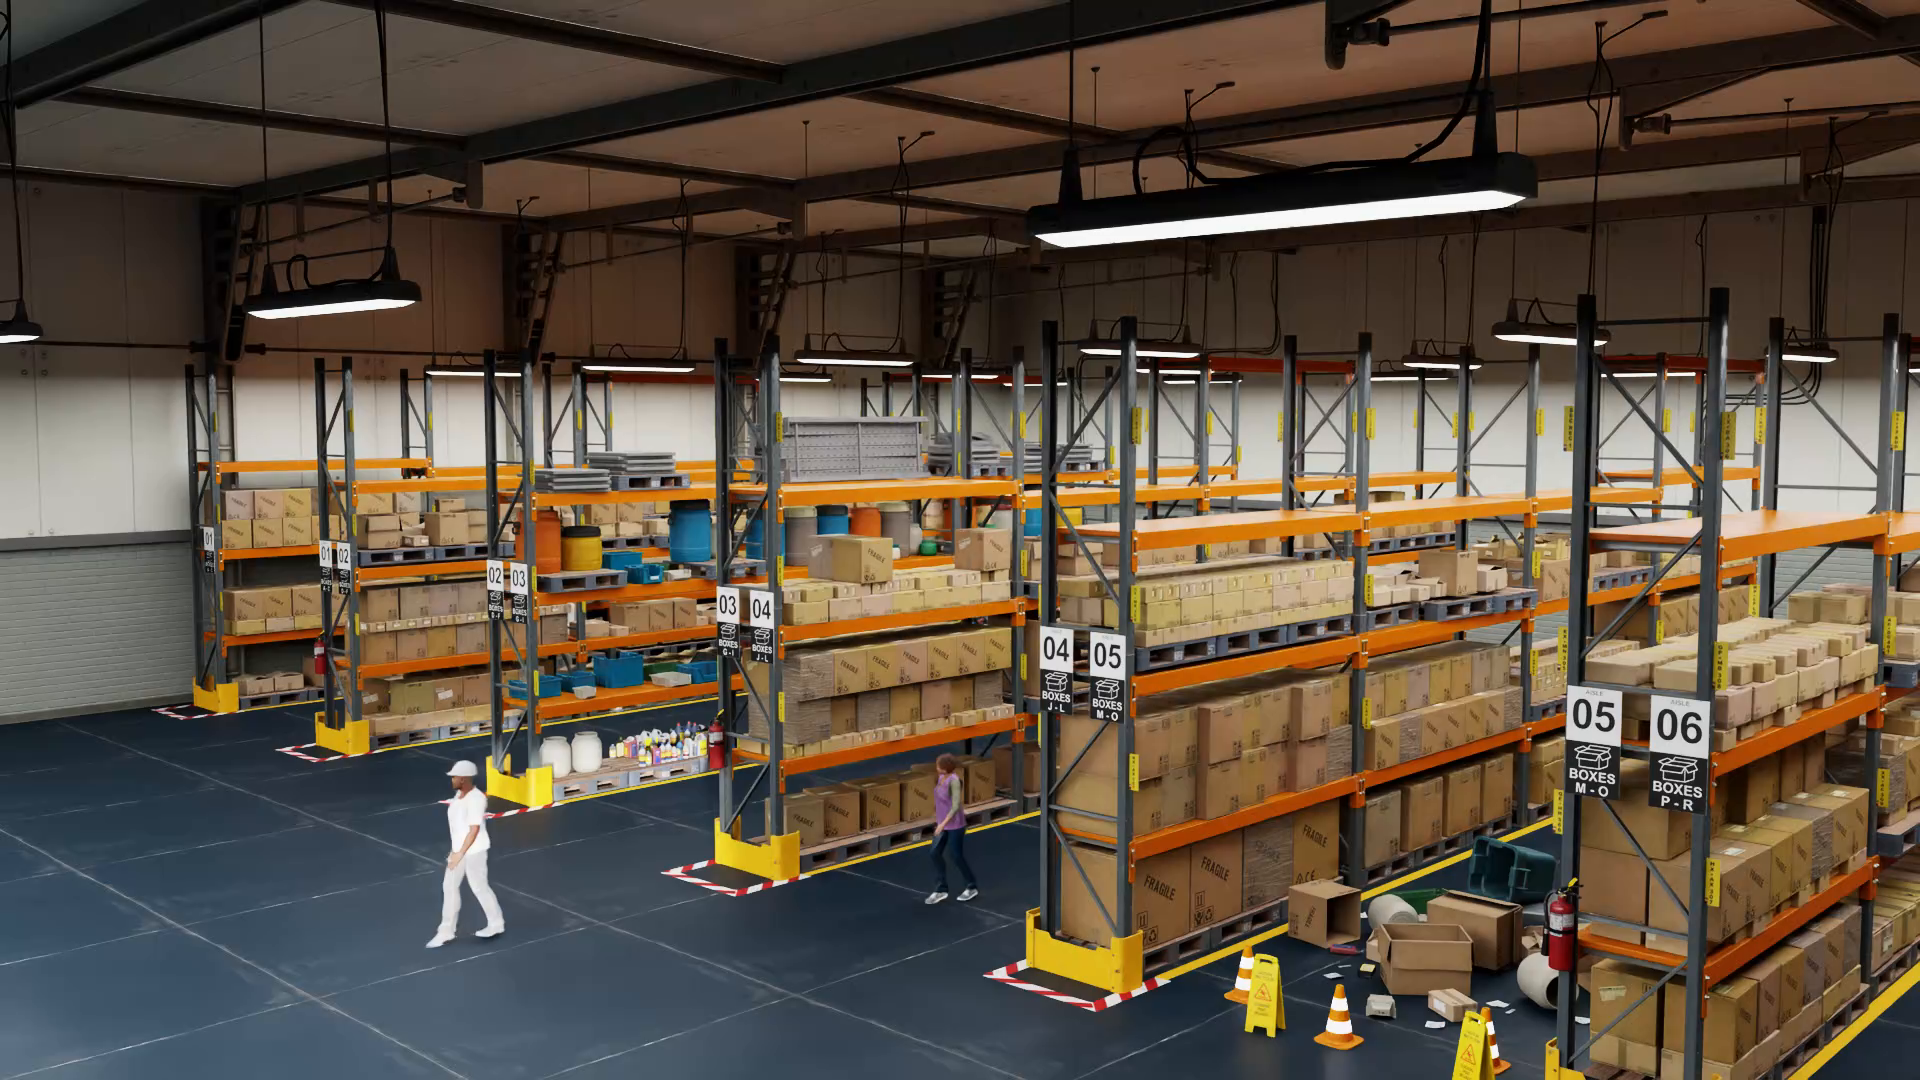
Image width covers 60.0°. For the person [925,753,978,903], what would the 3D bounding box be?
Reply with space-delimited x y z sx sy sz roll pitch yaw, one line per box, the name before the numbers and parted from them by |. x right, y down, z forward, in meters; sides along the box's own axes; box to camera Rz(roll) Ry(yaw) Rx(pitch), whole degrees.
person | -0.096 3.041 17.579 0.606 1.610 0.537 -2 5 -25

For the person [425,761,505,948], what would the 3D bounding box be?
person | -4.864 3.058 16.244 0.761 1.794 0.595 -4 6 -39

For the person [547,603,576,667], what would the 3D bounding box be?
person | -7.727 1.844 32.002 0.613 1.805 0.720 1 5 17
